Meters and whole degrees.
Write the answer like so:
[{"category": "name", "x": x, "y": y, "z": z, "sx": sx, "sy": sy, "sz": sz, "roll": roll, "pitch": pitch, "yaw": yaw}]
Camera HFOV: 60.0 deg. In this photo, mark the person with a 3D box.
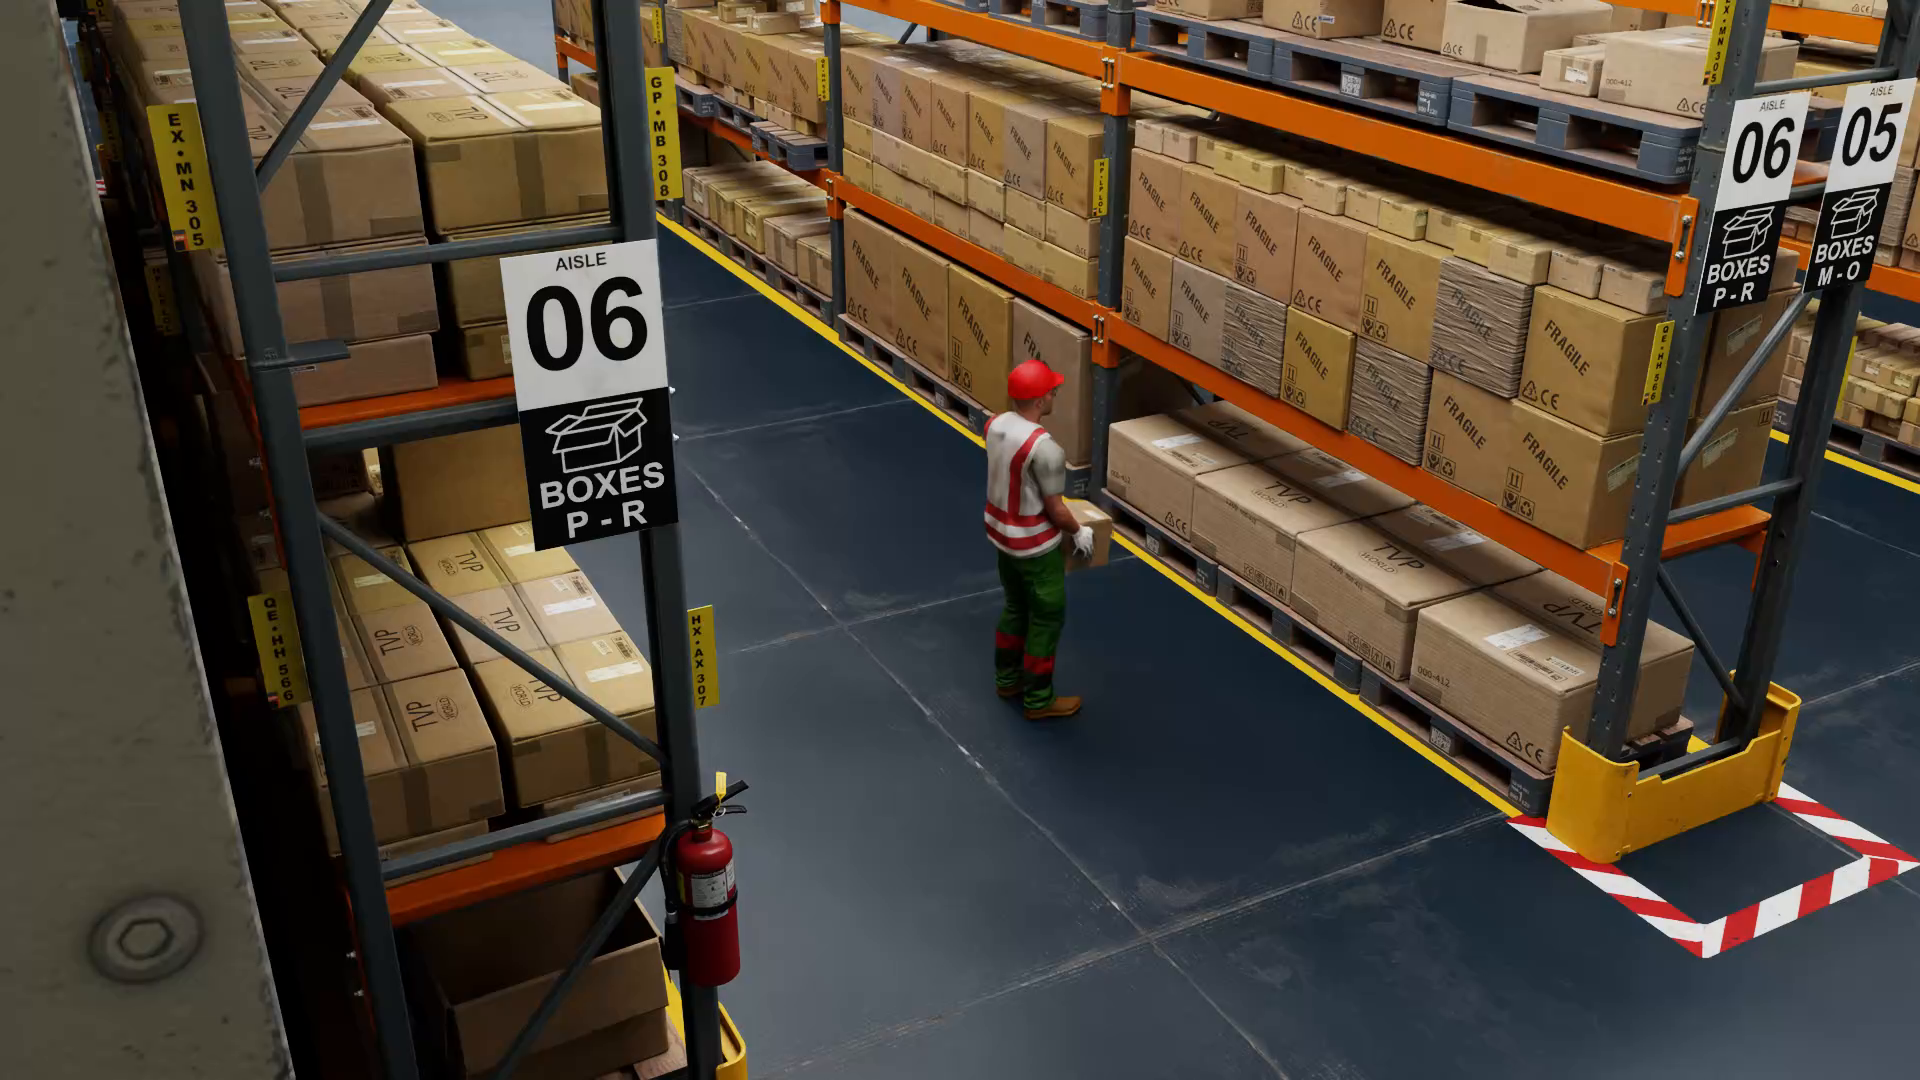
[{"category": "person", "x": 0.346, "y": -0.013, "z": 8.012, "sx": 0.445, "sy": 1.781, "sz": 0.621, "roll": -14, "pitch": 29, "yaw": -28}]
